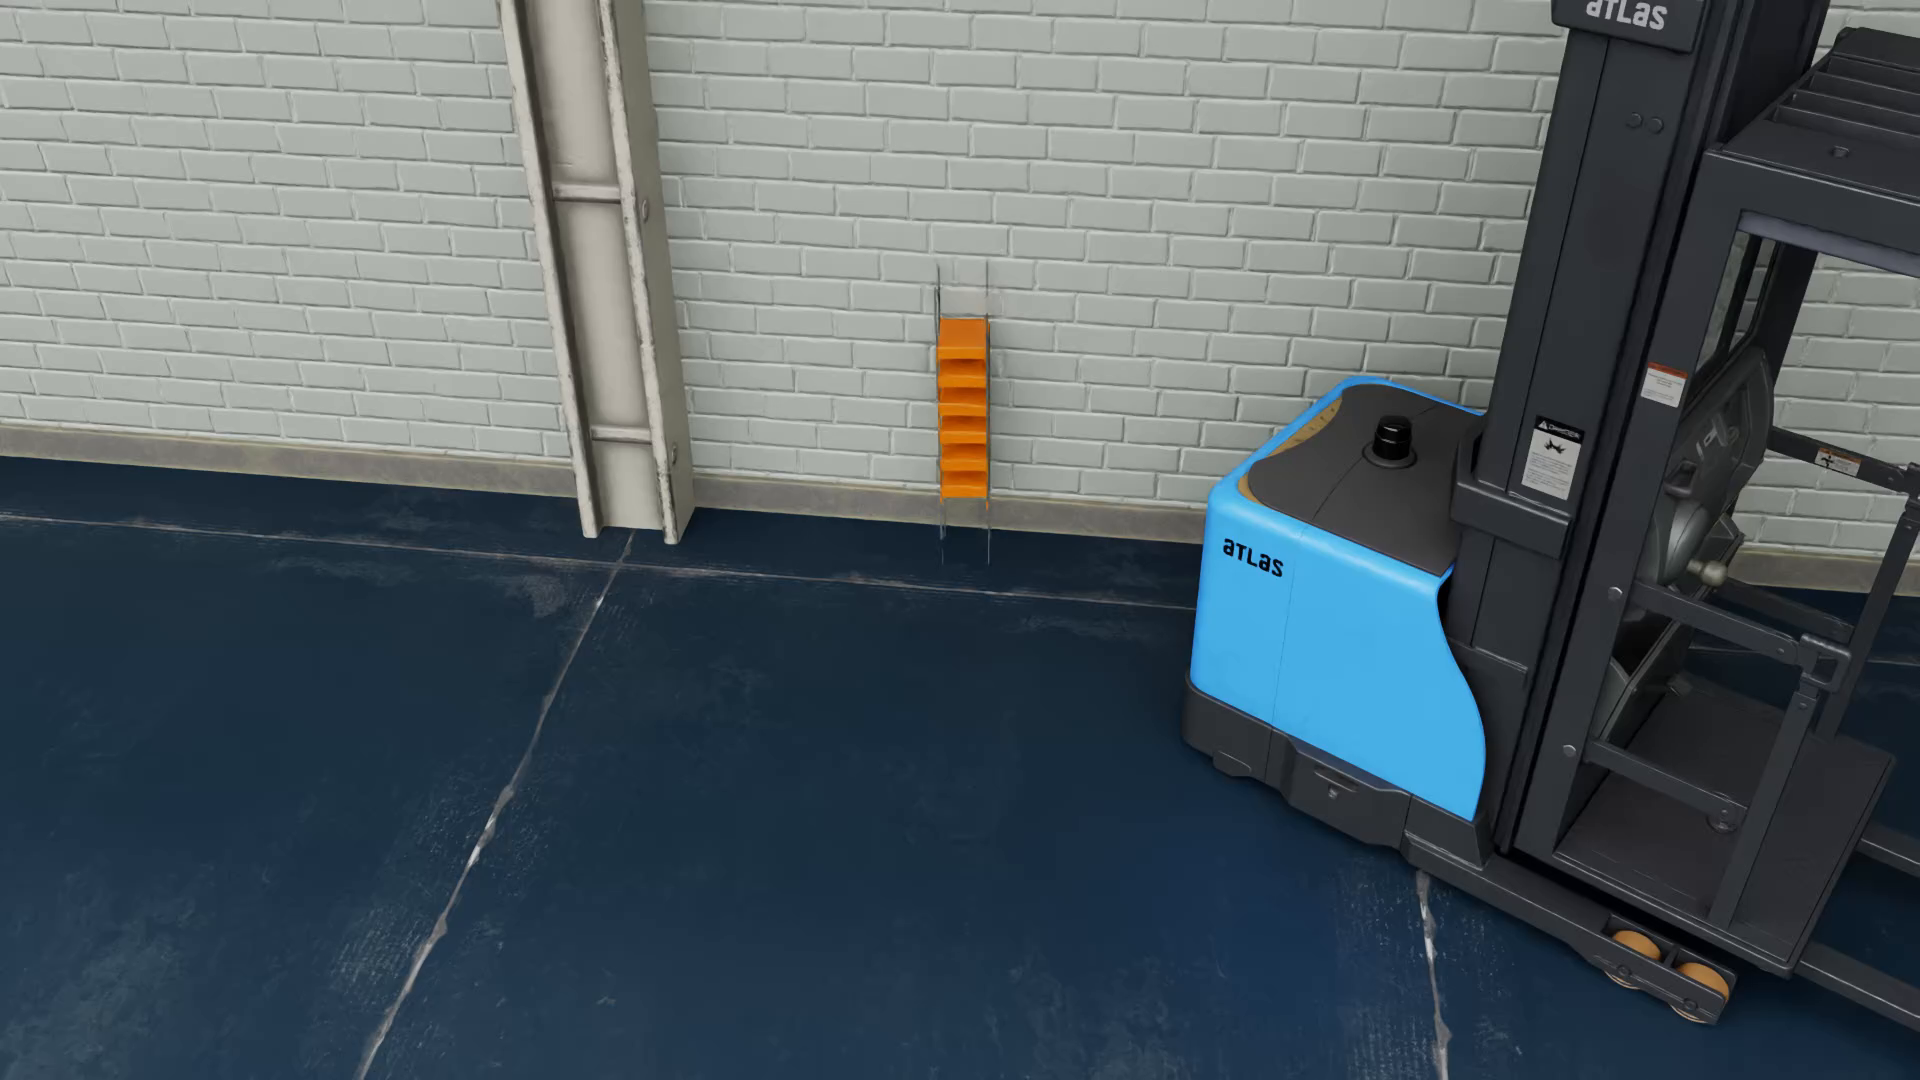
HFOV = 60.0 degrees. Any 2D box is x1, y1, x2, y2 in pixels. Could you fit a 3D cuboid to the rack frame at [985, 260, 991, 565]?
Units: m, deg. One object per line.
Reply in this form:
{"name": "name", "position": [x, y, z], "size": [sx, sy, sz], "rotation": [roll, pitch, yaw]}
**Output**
{"name": "rack frame", "position": [0.108, -0.467, 6.359], "size": [0.006, 1.200, 0.240], "rotation": [1, 34, 3]}

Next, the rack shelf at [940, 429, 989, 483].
{"name": "rack shelf", "position": [0.019, -0.331, 6.454], "size": [0.180, 0.103, 0.258], "rotation": [1, 34, 3]}

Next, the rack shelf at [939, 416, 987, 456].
{"name": "rack shelf", "position": [0.017, -0.431, 6.388], "size": [0.180, 0.103, 0.258], "rotation": [1, 34, 3]}

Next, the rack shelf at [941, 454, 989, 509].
{"name": "rack shelf", "position": [0.022, -0.232, 6.521], "size": [0.180, 0.103, 0.258], "rotation": [1, 34, 3]}

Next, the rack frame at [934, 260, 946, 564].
{"name": "rack frame", "position": [-0.075, -0.469, 6.367], "size": [0.006, 1.200, 0.240], "rotation": [1, 34, 3]}

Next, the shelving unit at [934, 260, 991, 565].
{"name": "shelving unit", "position": [0.017, -0.468, 6.363], "size": [0.189, 1.200, 0.258], "rotation": [1, 34, 3]}

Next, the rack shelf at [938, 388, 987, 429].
{"name": "rack shelf", "position": [0.015, -0.531, 6.321], "size": [0.180, 0.103, 0.258], "rotation": [1, 34, 3]}

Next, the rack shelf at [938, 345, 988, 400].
{"name": "rack shelf", "position": [0.013, -0.630, 6.254], "size": [0.180, 0.103, 0.258], "rotation": [1, 34, 3]}

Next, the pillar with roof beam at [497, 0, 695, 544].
{"name": "pillar with roof beam", "position": [-1.866, -1.268, 0.781], "size": [0.400, 9.000, 9.100], "rotation": [4, 36, 6]}

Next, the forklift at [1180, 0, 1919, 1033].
{"name": "forklift", "position": [2.219, -0.154, 4.442], "size": [3.031, 2.935, 1.130], "rotation": [25, 43, 31]}

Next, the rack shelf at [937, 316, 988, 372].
{"name": "rack shelf", "position": [0.011, -0.730, 6.187], "size": [0.180, 0.103, 0.258], "rotation": [1, 34, 3]}
